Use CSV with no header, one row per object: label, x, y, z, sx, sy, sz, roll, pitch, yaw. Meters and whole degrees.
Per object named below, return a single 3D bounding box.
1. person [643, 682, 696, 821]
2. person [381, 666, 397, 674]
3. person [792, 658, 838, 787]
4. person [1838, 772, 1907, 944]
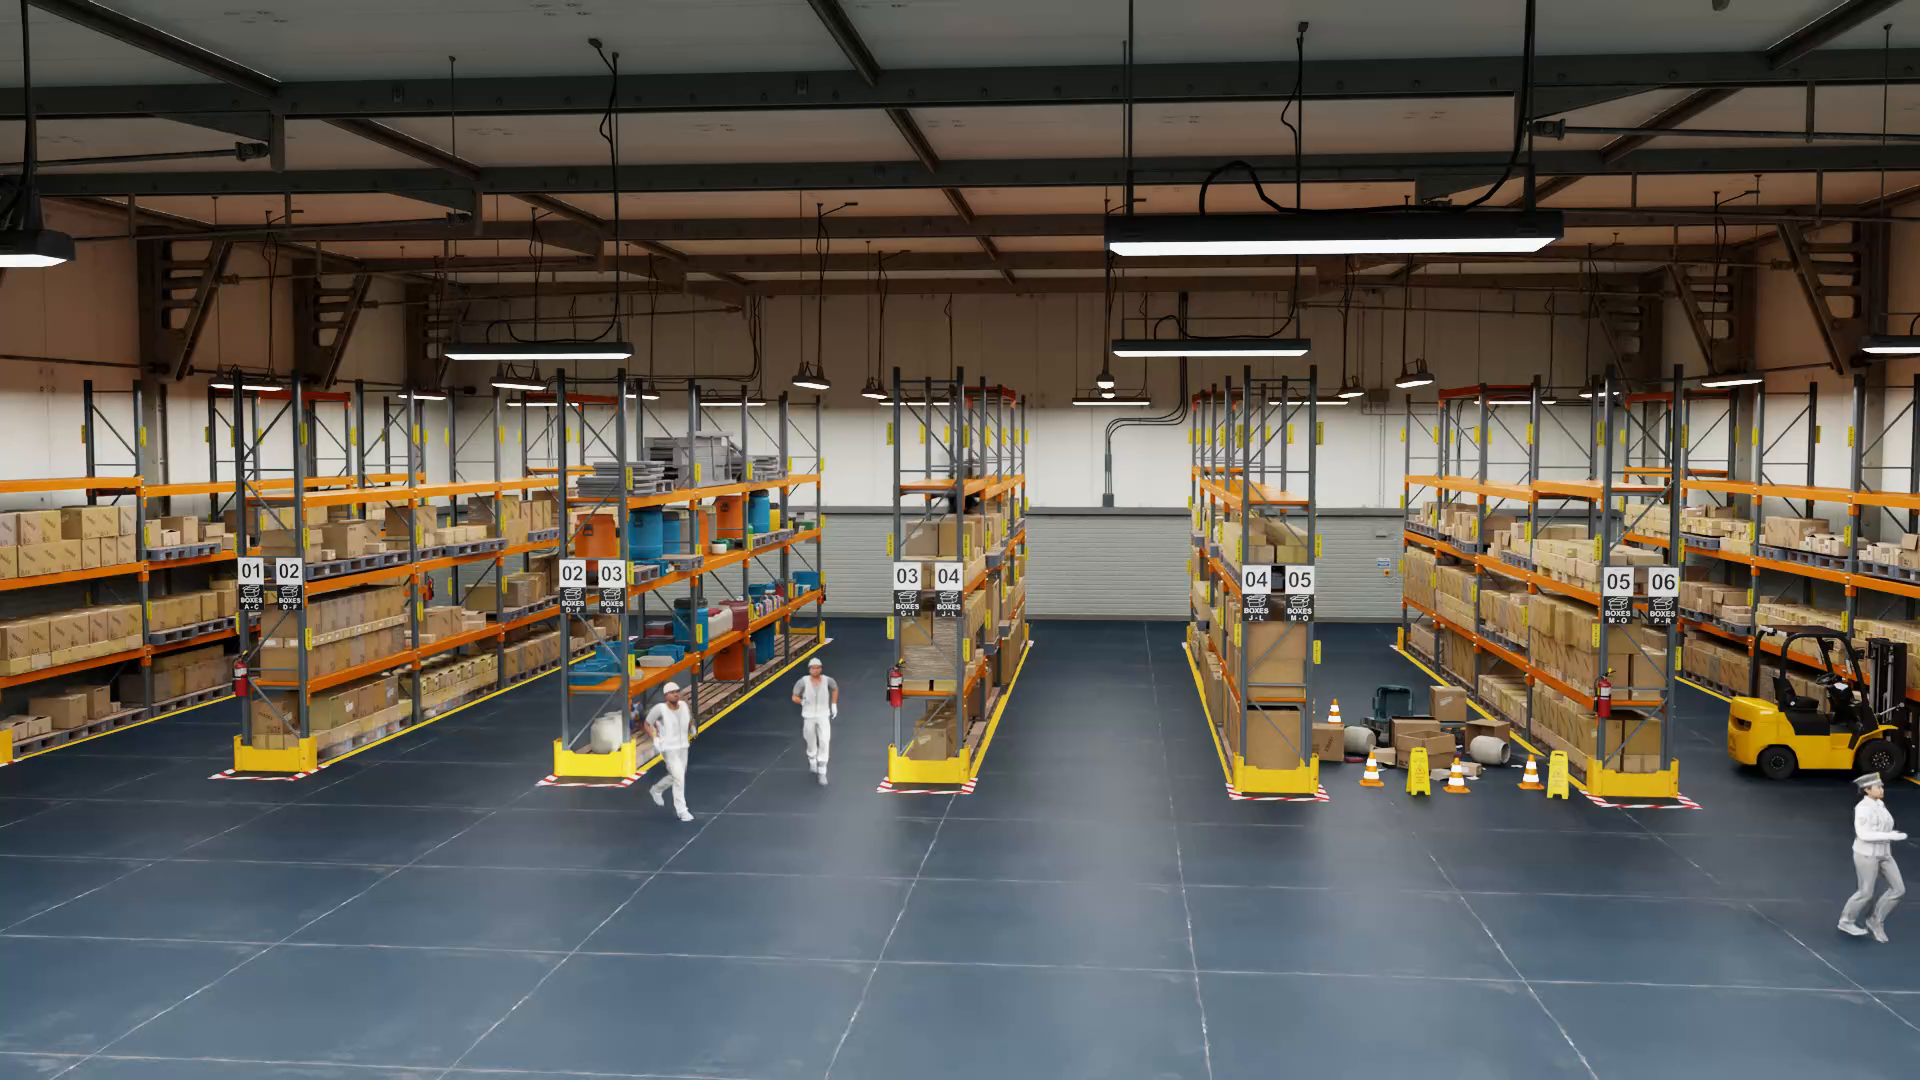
person,-3.786,2.755,21.908,0.892,1.788,0.670,3,5,42
person,-11.381,2.165,33.146,0.770,1.569,0.629,0,4,8
person,-2.105,2.604,24.213,0.679,1.803,0.942,0,4,-6
person,9.055,3.142,16.435,0.593,1.723,0.651,-2,4,-34
